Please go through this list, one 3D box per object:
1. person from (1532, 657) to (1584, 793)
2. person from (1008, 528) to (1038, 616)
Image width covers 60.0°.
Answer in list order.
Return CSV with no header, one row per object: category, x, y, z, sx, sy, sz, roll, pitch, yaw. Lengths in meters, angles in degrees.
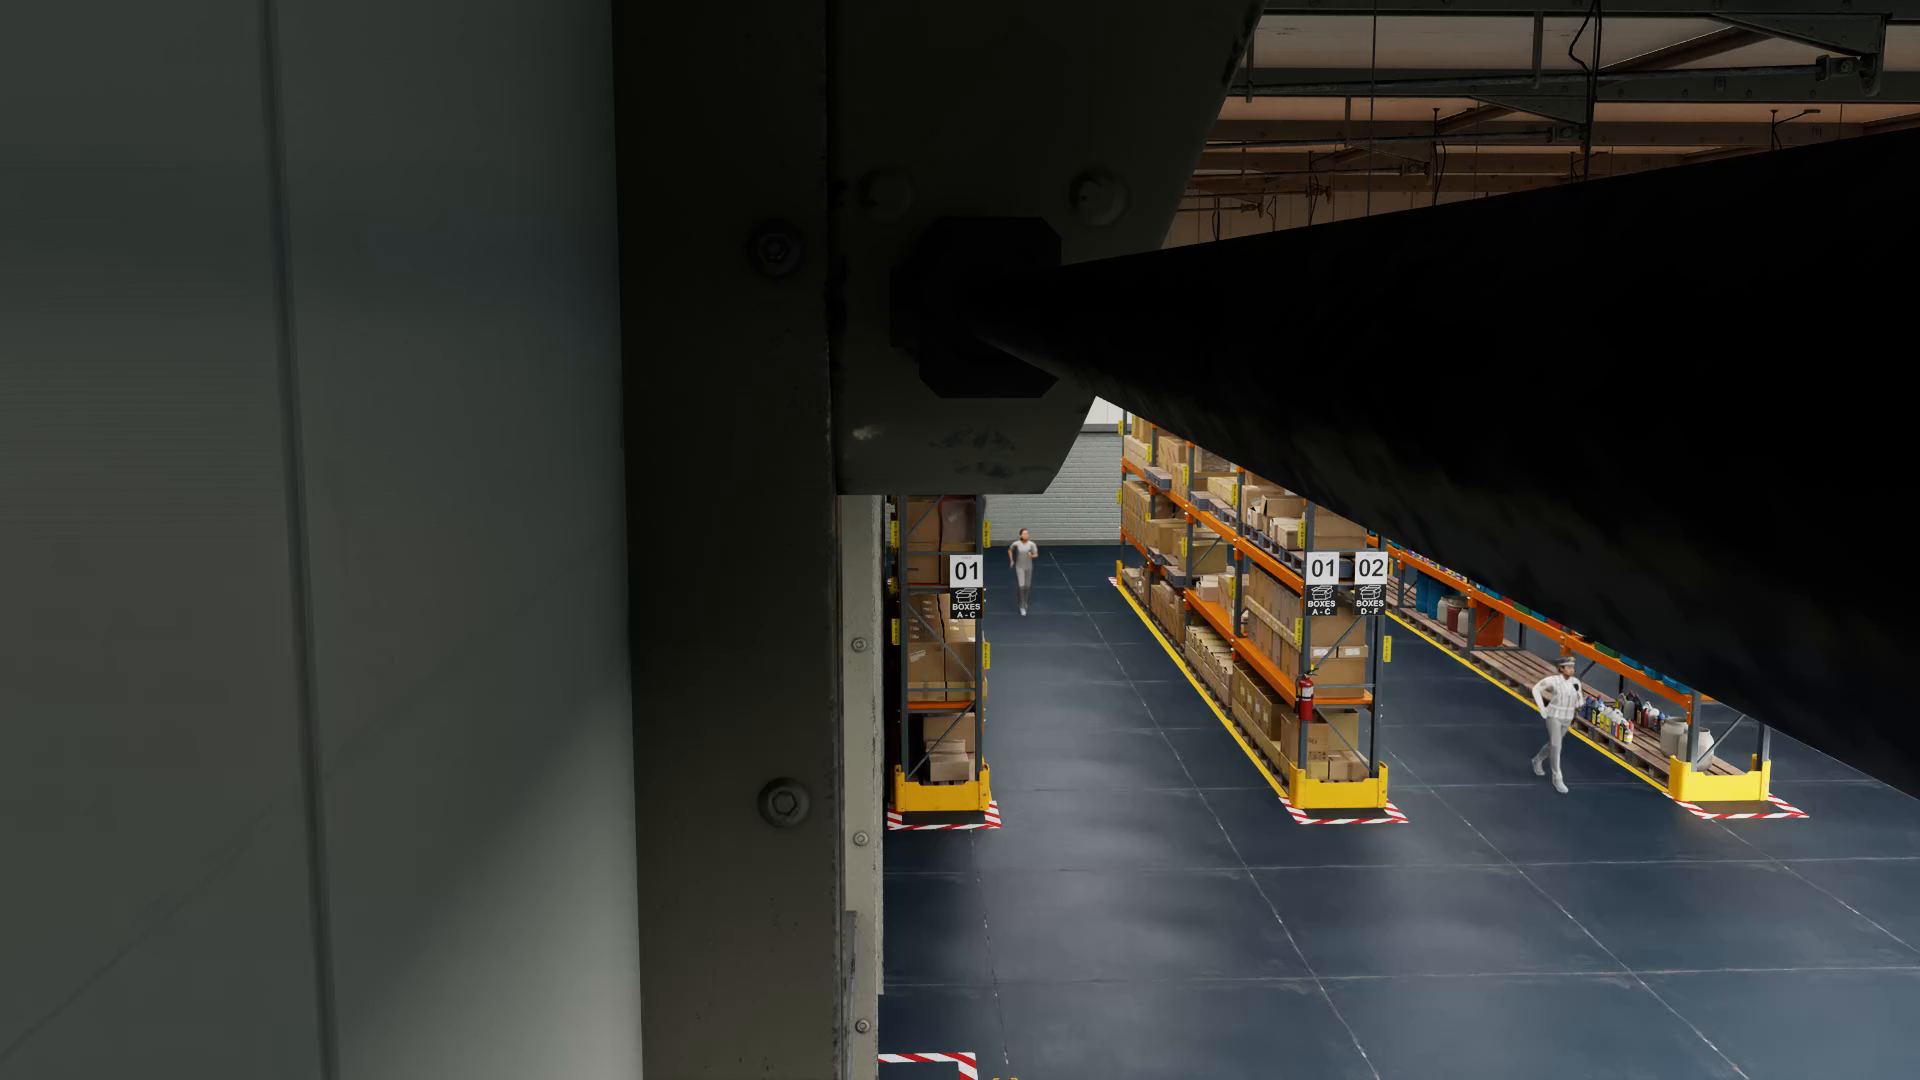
person,7.775,2.322,21.503,0.627,1.676,0.891,-2,9,-14
person,1.271,0.617,33.186,0.539,1.697,0.820,-2,9,-12
